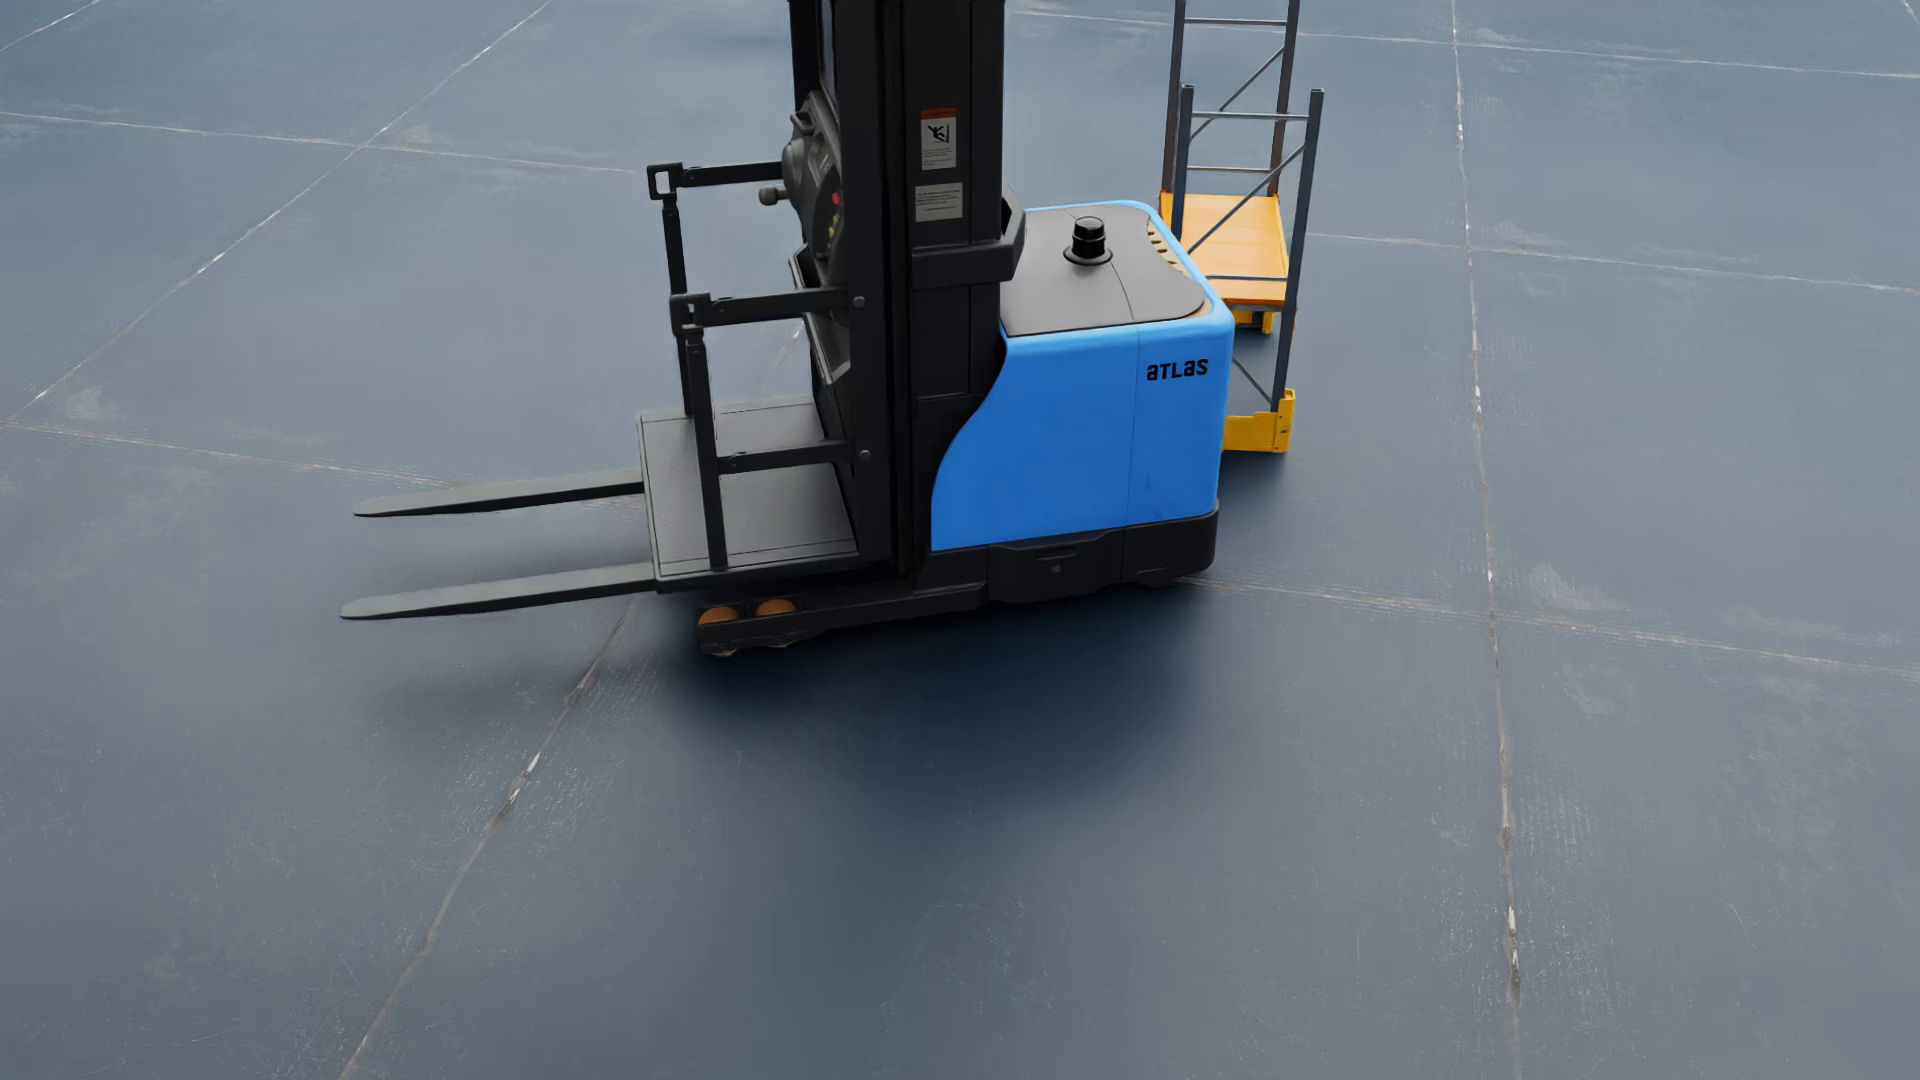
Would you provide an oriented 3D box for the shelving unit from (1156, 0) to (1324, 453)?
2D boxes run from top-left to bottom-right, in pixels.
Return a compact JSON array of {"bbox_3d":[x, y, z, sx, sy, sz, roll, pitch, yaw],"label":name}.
[{"bbox_3d":[1.082,-1.291,6.753,0.587,1.500,1.083,3,36,4],"label":"shelving unit"}]

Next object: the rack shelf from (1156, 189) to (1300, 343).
[{"bbox_3d":[1.083,-1.150,6.865,0.538,0.185,1.000,3,36,4],"label":"rack shelf"}]

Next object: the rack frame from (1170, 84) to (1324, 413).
[{"bbox_3d":[1.041,-0.999,6.350,0.500,1.500,0.032,3,36,4],"label":"rack frame"}]

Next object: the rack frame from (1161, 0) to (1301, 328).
[{"bbox_3d":[1.126,-1.593,7.170,0.500,1.500,0.032,3,36,4],"label":"rack frame"}]

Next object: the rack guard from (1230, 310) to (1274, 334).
[{"bbox_3d":[1.124,-1.076,7.521,0.587,0.250,0.087,3,36,4],"label":"rack guard"}]

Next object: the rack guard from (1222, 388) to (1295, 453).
[{"bbox_3d":[1.041,-0.493,6.718,0.587,0.250,0.087,3,36,4],"label":"rack guard"}]

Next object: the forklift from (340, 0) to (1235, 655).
[{"bbox_3d":[-0.649,-1.132,5.314,3.031,2.935,1.130,-7,37,-10],"label":"forklift"}]
